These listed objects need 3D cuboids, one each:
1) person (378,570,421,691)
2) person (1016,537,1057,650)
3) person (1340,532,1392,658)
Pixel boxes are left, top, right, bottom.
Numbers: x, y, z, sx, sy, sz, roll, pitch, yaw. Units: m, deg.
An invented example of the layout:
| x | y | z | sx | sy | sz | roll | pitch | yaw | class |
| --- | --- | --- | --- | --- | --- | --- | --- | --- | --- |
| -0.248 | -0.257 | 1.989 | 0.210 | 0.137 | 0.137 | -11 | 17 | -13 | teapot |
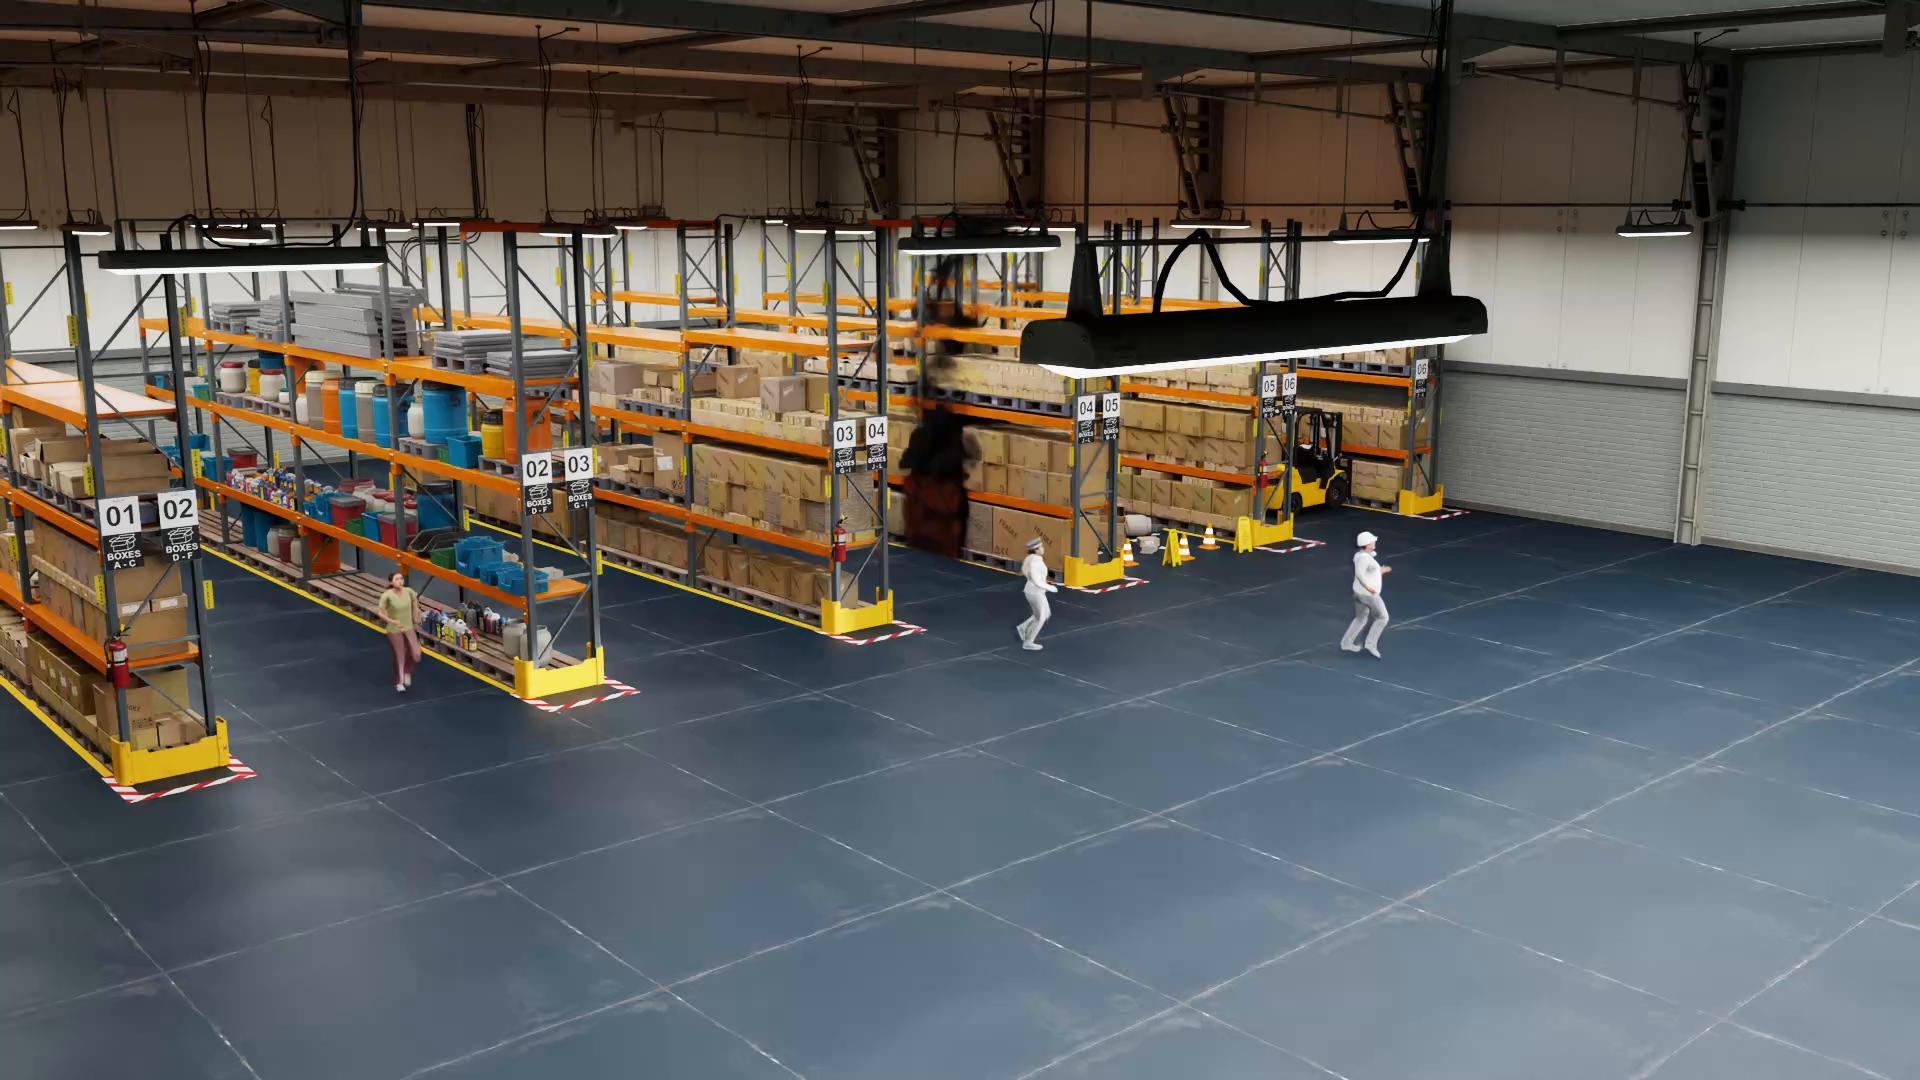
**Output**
| x | y | z | sx | sy | sz | roll | pitch | yaw | class |
| --- | --- | --- | --- | --- | --- | --- | --- | --- | --- |
| -7.308 | 1.191 | 21.817 | 0.606 | 1.630 | 0.544 | -10 | 15 | -42 | person |
| 1.117 | 0.759 | 23.905 | 0.546 | 1.649 | 0.663 | -1 | 11 | -3 | person |
| 5.782 | 0.781 | 23.565 | 0.710 | 1.820 | 0.636 | -1 | 12 | -7 | person |
